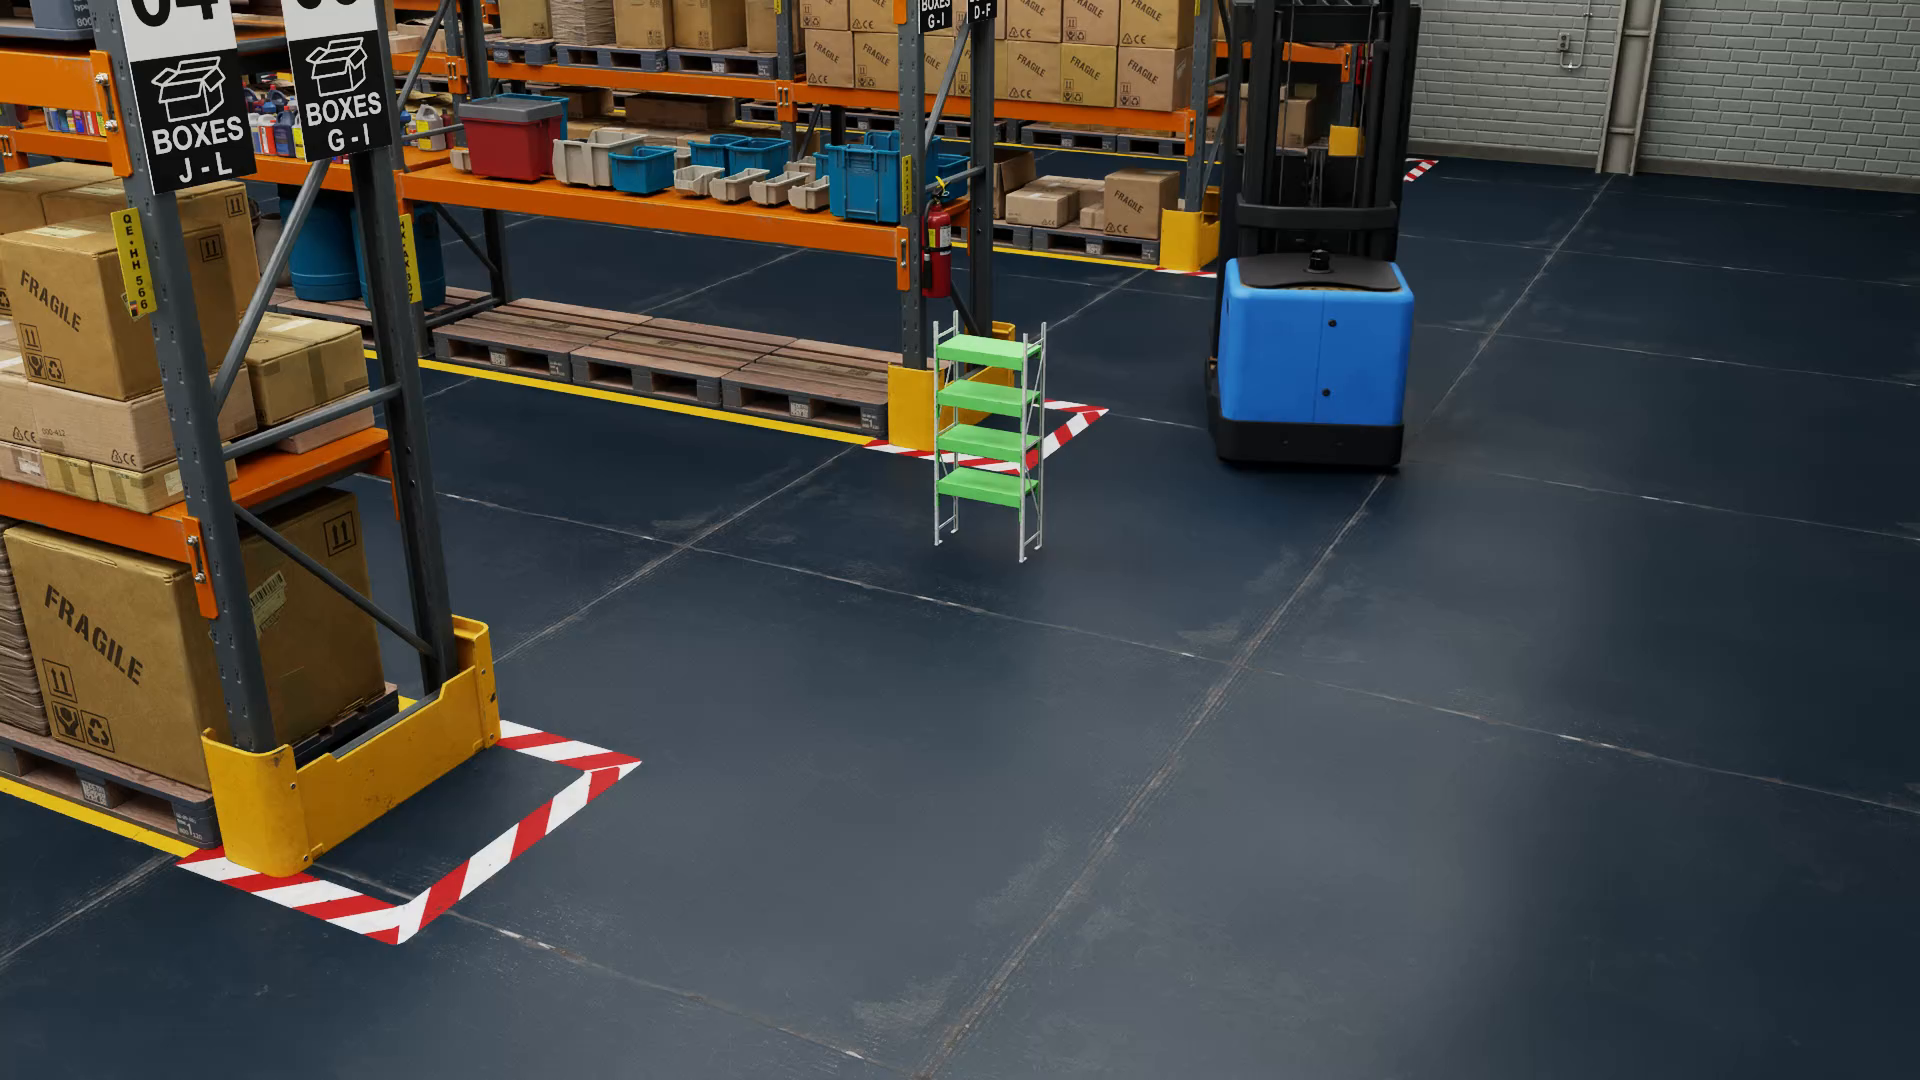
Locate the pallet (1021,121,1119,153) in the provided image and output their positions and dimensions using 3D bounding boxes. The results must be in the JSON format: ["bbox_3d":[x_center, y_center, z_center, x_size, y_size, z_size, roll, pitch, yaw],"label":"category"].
[{"bbox_3d":[1.476,-4.858,19.904,1.213,0.211,1.003,11,25,25],"label":"pallet"}]

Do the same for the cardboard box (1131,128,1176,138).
[{"bbox_3d":[2.358,-4.997,19.324,0.500,0.500,0.700,12,26,26],"label":"cardboard box"}]

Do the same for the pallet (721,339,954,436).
[{"bbox_3d":[-0.786,-1.013,10.861,1.213,0.211,1.003,11,25,25],"label":"pallet"}]

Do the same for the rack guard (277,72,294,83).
[{"bbox_3d":[-9.808,-7.258,25.178,0.348,0.500,1.175,11,25,25],"label":"rack guard"}]

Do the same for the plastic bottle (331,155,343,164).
[{"bbox_3d":[-4.362,-2.771,11.582,0.133,0.283,0.061,11,25,25],"label":"plastic bottle"}]

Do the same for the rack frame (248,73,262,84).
[{"bbox_3d":[-8.538,-5.985,18.990,0.127,3.000,1.000,11,25,25],"label":"rack frame"}]

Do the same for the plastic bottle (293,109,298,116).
[{"bbox_3d":[-4.705,-2.951,11.920,0.185,0.351,0.144,11,25,25],"label":"plastic bottle"}]

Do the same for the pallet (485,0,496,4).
[{"bbox_3d":[-5.690,-7.442,22.661,1.213,0.211,1.003,11,25,25],"label":"pallet"}]

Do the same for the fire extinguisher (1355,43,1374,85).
[{"bbox_3d":[4.329,-5.202,17.724,0.183,0.674,0.296,11,25,25],"label":"fire extinguisher"}]

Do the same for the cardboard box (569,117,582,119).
[{"bbox_3d":[-4.028,-4.248,17.537,0.500,0.500,0.500,12,26,27],"label":"cardboard box"}]

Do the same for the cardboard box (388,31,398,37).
[{"bbox_3d":[-6.132,-5.368,17.862,0.250,0.149,0.380,13,26,28],"label":"cardboard box"}]

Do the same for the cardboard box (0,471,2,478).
[{"bbox_3d":[-3.448,-0.374,6.117,0.250,0.149,0.380,12,26,25],"label":"cardboard box"}]

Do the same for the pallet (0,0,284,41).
[{"bbox_3d":[-2.969,-1.874,5.603,1.213,0.211,1.003,11,25,25],"label":"pallet"}]

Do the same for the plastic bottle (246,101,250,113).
[{"bbox_3d":[-5.533,-3.288,12.798,0.133,0.283,0.061,11,25,25],"label":"plastic bottle"}]

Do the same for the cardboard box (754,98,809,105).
[{"bbox_3d":[-2.140,-6.038,21.324,0.750,0.750,0.750,11,25,24],"label":"cardboard box"}]

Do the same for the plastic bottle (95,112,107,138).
[{"bbox_3d":[-6.454,-3.185,12.555,0.133,0.283,0.061,11,25,25],"label":"plastic bottle"}]

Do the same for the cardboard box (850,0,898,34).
[{"bbox_3d":[-0.644,-4.806,14.813,0.500,0.500,0.500,10,25,23],"label":"cardboard box"}]

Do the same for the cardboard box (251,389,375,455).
[{"bbox_3d":[-2.470,-0.469,6.341,0.250,0.149,0.380,12,26,25],"label":"cardboard box"}]

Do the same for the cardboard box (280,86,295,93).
[{"bbox_3d":[-7.580,-5.110,19.193,0.500,0.311,0.500,12,26,26],"label":"cardboard box"}]

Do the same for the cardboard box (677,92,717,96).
[{"bbox_3d":[-3.403,-6.170,22.058,0.500,0.500,0.700,12,26,25],"label":"cardboard box"}]

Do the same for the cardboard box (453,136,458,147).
[{"bbox_3d":[-5.548,-4.214,17.803,0.500,0.250,0.500,12,26,26],"label":"cardboard box"}]

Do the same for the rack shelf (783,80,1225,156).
[{"bbox_3d":[0.386,-3.888,14.979,4.000,0.370,1.077,11,25,25],"label":"rack shelf"}]

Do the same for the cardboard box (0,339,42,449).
[{"bbox_3d":[-3.307,-0.557,6.039,0.500,0.250,0.500,11,25,24],"label":"cardboard box"}]

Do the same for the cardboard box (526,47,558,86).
[{"bbox_3d":[-5.642,-6.644,23.171,0.500,0.500,0.700,12,26,26],"label":"cardboard box"}]

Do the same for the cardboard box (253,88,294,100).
[{"bbox_3d":[-7.837,-4.921,18.748,0.500,0.311,0.500,11,25,24],"label":"cardboard box"}]

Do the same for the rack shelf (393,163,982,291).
[{"bbox_3d":[-1.852,-2.159,10.912,4.000,0.370,1.077,11,25,25],"label":"rack shelf"}]

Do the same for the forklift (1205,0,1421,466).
[{"bbox_3d":[2.193,-2.315,10.448,1.130,2.935,3.031,3,23,6],"label":"forklift"}]

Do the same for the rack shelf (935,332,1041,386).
[{"bbox_3d":[0.148,-0.906,8.284,0.480,0.148,0.258,11,25,25],"label":"rack shelf"}]

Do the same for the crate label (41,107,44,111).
[{"bbox_3d":[-7.414,-3.677,13.778,0.416,0.233,0.303,11,25,25],"label":"crate label"}]

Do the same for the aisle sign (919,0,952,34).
[{"bbox_3d":[-0.135,-3.218,9.162,0.004,0.787,0.394,11,25,25],"label":"aisle sign"}]

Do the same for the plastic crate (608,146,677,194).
[{"bbox_3d":[-2.016,-2.360,10.604,0.300,0.233,0.416,11,25,25],"label":"plastic crate"}]

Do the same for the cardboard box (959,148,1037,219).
[{"bbox_3d":[0.280,-3.296,15.295,0.637,0.503,0.797,11,25,25],"label":"cardboard box"}]

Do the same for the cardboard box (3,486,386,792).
[{"bbox_3d":[-2.909,0.293,6.407,0.875,0.875,0.875,11,25,25],"label":"cardboard box"}]

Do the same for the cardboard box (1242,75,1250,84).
[{"bbox_3d":[3.259,-5.208,18.992,0.250,0.149,0.380,11,26,25],"label":"cardboard box"}]

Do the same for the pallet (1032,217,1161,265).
[{"bbox_3d":[1.391,-2.736,14.915,1.213,0.211,1.003,11,25,25],"label":"pallet"}]

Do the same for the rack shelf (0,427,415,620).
[{"bbox_3d":[-4.087,-0.429,6.845,4.000,0.370,1.077,11,25,25],"label":"rack shelf"}]

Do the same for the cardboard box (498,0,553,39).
[{"bbox_3d":[-4.356,-5.446,17.059,0.500,0.500,0.700,3,23,7],"label":"cardboard box"}]

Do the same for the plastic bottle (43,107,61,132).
[{"bbox_3d":[-6.966,-3.303,12.842,0.135,0.276,0.152,11,25,25],"label":"plastic bottle"}]

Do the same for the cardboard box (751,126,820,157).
[{"bbox_3d":[-1.720,-3.795,16.472,0.500,0.500,0.500,10,25,22],"label":"cardboard box"}]

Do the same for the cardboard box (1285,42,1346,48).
[{"bbox_3d":[3.943,-5.821,18.222,0.700,0.700,0.980,12,26,27],"label":"cardboard box"}]

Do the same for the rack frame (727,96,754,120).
[{"bbox_3d":[-2.737,-7.009,21.399,0.127,3.000,1.000,11,25,25],"label":"rack frame"}]

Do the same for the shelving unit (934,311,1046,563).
[{"bbox_3d":[0.148,-0.523,8.446,0.503,1.200,0.258,11,25,25],"label":"shelving unit"}]

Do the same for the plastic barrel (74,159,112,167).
[{"bbox_3d":[-6.762,-2.663,13.416,0.708,0.830,0.600,11,25,25],"label":"plastic barrel"}]

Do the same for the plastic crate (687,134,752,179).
[{"bbox_3d":[-1.582,-2.531,11.006,0.300,0.233,0.416,11,25,25],"label":"plastic crate"}]

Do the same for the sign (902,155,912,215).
[{"bbox_3d":[-0.301,-2.017,9.451,0.005,0.325,0.100,11,25,25],"label":"sign"}]

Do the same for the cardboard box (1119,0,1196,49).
[{"bbox_3d":[1.650,-4.355,13.751,0.500,0.500,0.500,11,25,24],"label":"cardboard box"}]

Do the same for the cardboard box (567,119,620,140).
[{"bbox_3d":[-3.776,-3.970,16.883,0.500,0.500,0.500,11,25,24],"label":"cardboard box"}]

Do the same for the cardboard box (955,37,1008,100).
[{"bbox_3d":[0.292,-4.165,14.584,0.500,0.500,0.500,11,25,24],"label":"cardboard box"}]
